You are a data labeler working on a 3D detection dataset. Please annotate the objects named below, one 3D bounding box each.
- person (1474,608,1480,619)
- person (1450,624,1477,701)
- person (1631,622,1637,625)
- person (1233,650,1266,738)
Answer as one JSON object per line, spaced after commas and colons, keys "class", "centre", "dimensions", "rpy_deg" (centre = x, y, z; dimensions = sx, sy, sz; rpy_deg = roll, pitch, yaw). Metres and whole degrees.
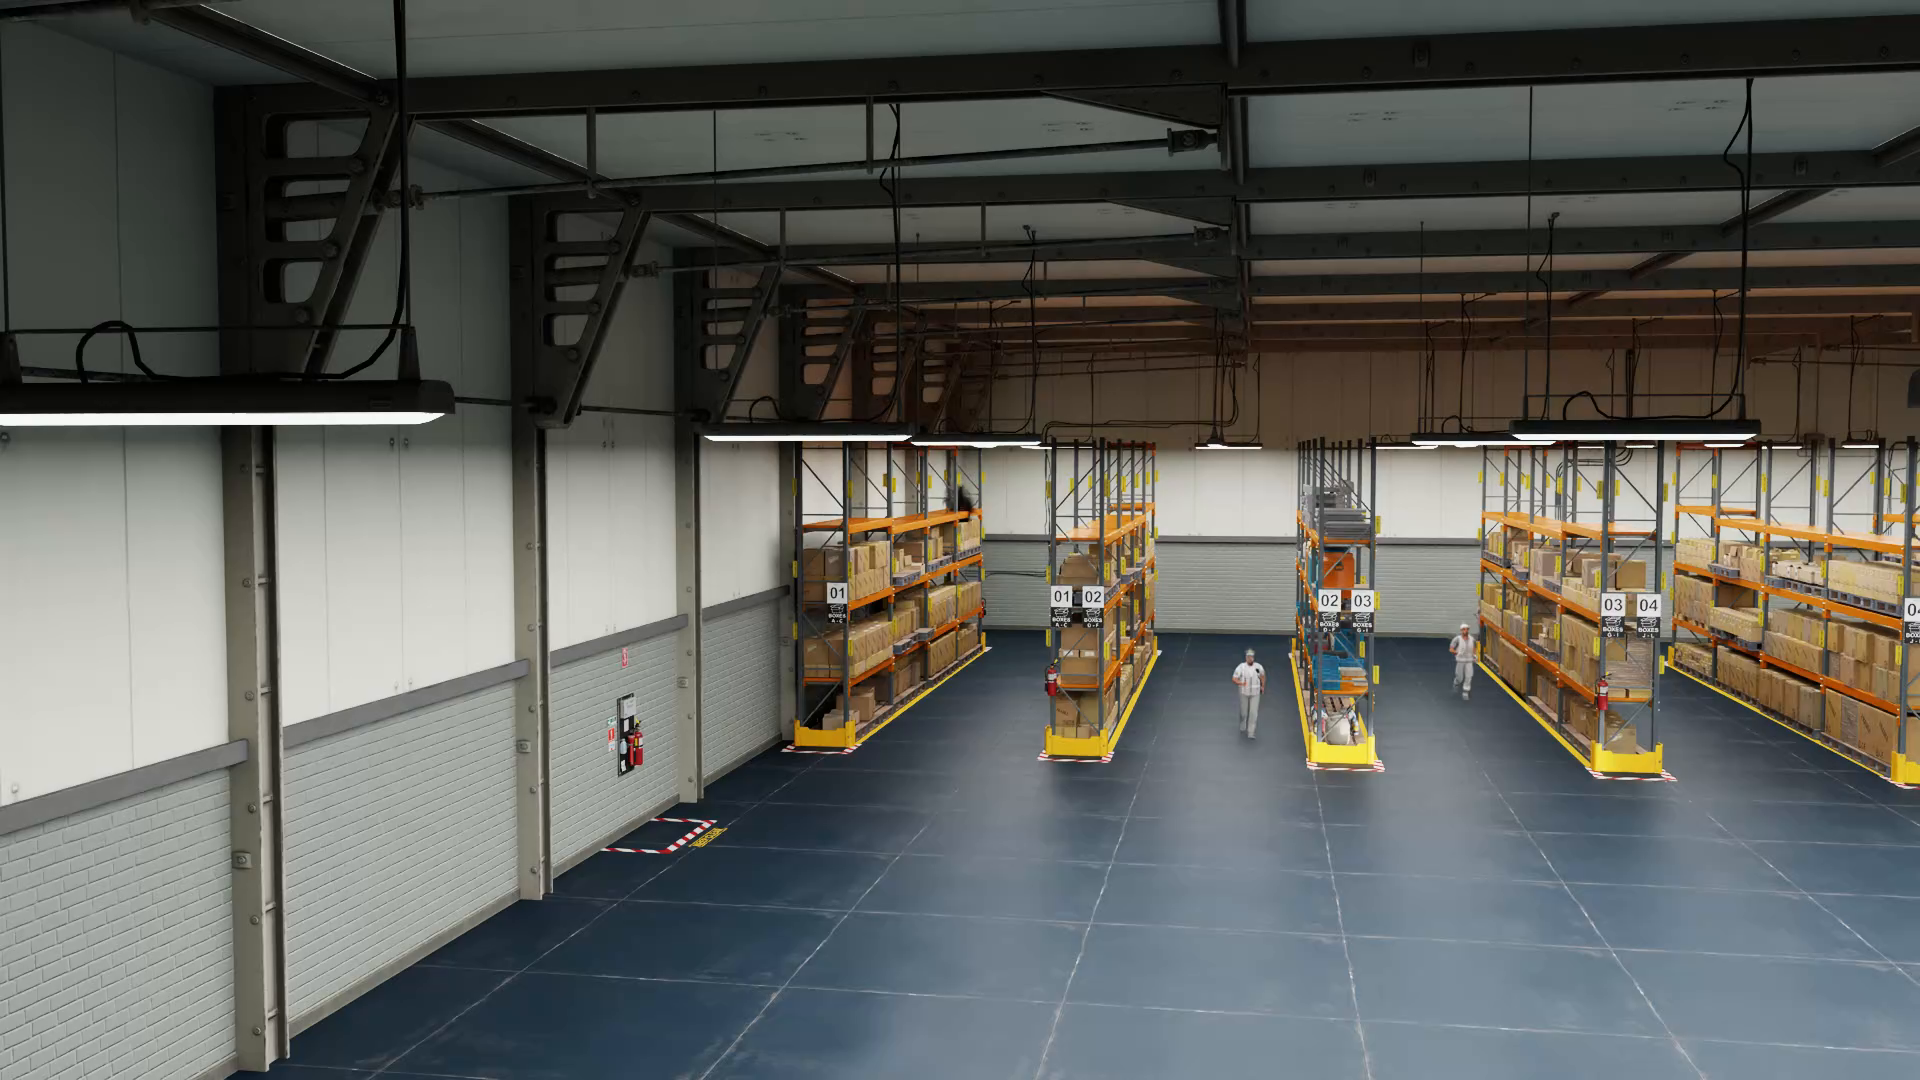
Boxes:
{"class": "person", "centre": [14.884, 2.045, 47.027], "dimensions": [0.583, 0.800, 0.565], "rpy_deg": [1, 3, 25]}
{"class": "person", "centre": [11.623, 2.808, 38.391], "dimensions": [0.663, 1.757, 0.782], "rpy_deg": [0, 3, -2]}
{"class": "person", "centre": [17.588, 2.156, 43.349], "dimensions": [0.673, 0.921, 0.556], "rpy_deg": [1, 3, 15]}
{"class": "person", "centre": [5.826, 3.068, 33.467], "dimensions": [0.670, 1.755, 0.796], "rpy_deg": [0, 3, 4]}
